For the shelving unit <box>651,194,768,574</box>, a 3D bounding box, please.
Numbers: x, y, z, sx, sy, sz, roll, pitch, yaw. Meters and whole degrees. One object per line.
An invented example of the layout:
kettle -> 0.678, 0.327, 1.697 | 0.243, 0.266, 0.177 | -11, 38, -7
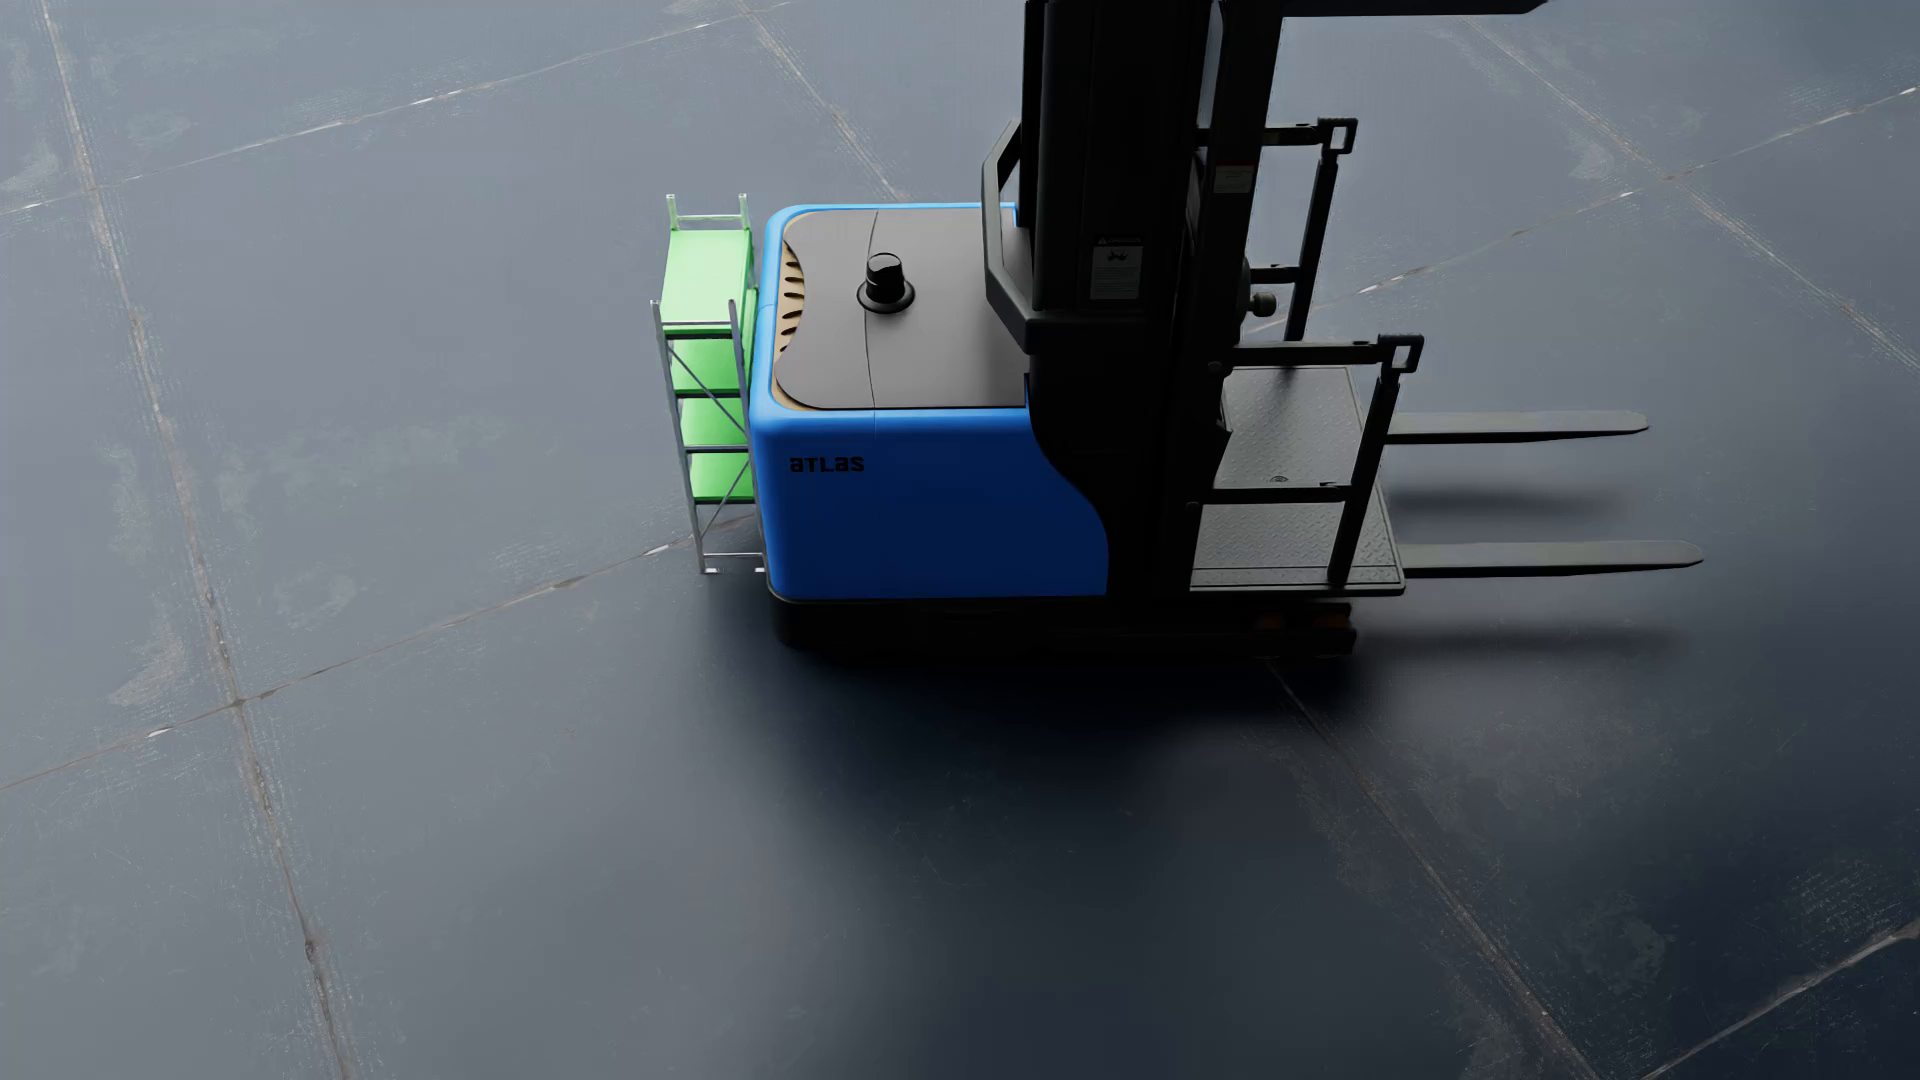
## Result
shelving unit -> -0.768, -0.472, 5.366 | 0.258, 1.200, 0.503 | -1, 49, -1

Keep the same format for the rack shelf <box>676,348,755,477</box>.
rack shelf -> -0.768, -0.430, 5.414 | 0.258, 0.148, 0.480 | -1, 49, -1

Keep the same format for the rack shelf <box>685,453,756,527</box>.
rack shelf -> -0.768, -0.272, 5.594 | 0.258, 0.148, 0.480 | -1, 49, -1

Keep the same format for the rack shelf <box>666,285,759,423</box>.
rack shelf -> -0.768, -0.588, 5.233 | 0.258, 0.148, 0.480 | -1, 49, -1

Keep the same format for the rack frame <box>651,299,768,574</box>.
rack frame -> -0.763, -0.288, 5.205 | 0.240, 1.200, 0.015 | -1, 49, -1

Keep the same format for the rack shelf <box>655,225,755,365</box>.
rack shelf -> -0.768, -0.746, 5.052 | 0.258, 0.148, 0.480 | -1, 49, -1

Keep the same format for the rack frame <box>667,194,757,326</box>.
rack frame -> -0.773, -0.656, 5.526 | 0.240, 1.200, 0.015 | -1, 49, -1

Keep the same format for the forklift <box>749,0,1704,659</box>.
forklift -> 0.897, -0.979, 4.659 | 3.031, 2.935, 1.130 | -1, 49, -1
